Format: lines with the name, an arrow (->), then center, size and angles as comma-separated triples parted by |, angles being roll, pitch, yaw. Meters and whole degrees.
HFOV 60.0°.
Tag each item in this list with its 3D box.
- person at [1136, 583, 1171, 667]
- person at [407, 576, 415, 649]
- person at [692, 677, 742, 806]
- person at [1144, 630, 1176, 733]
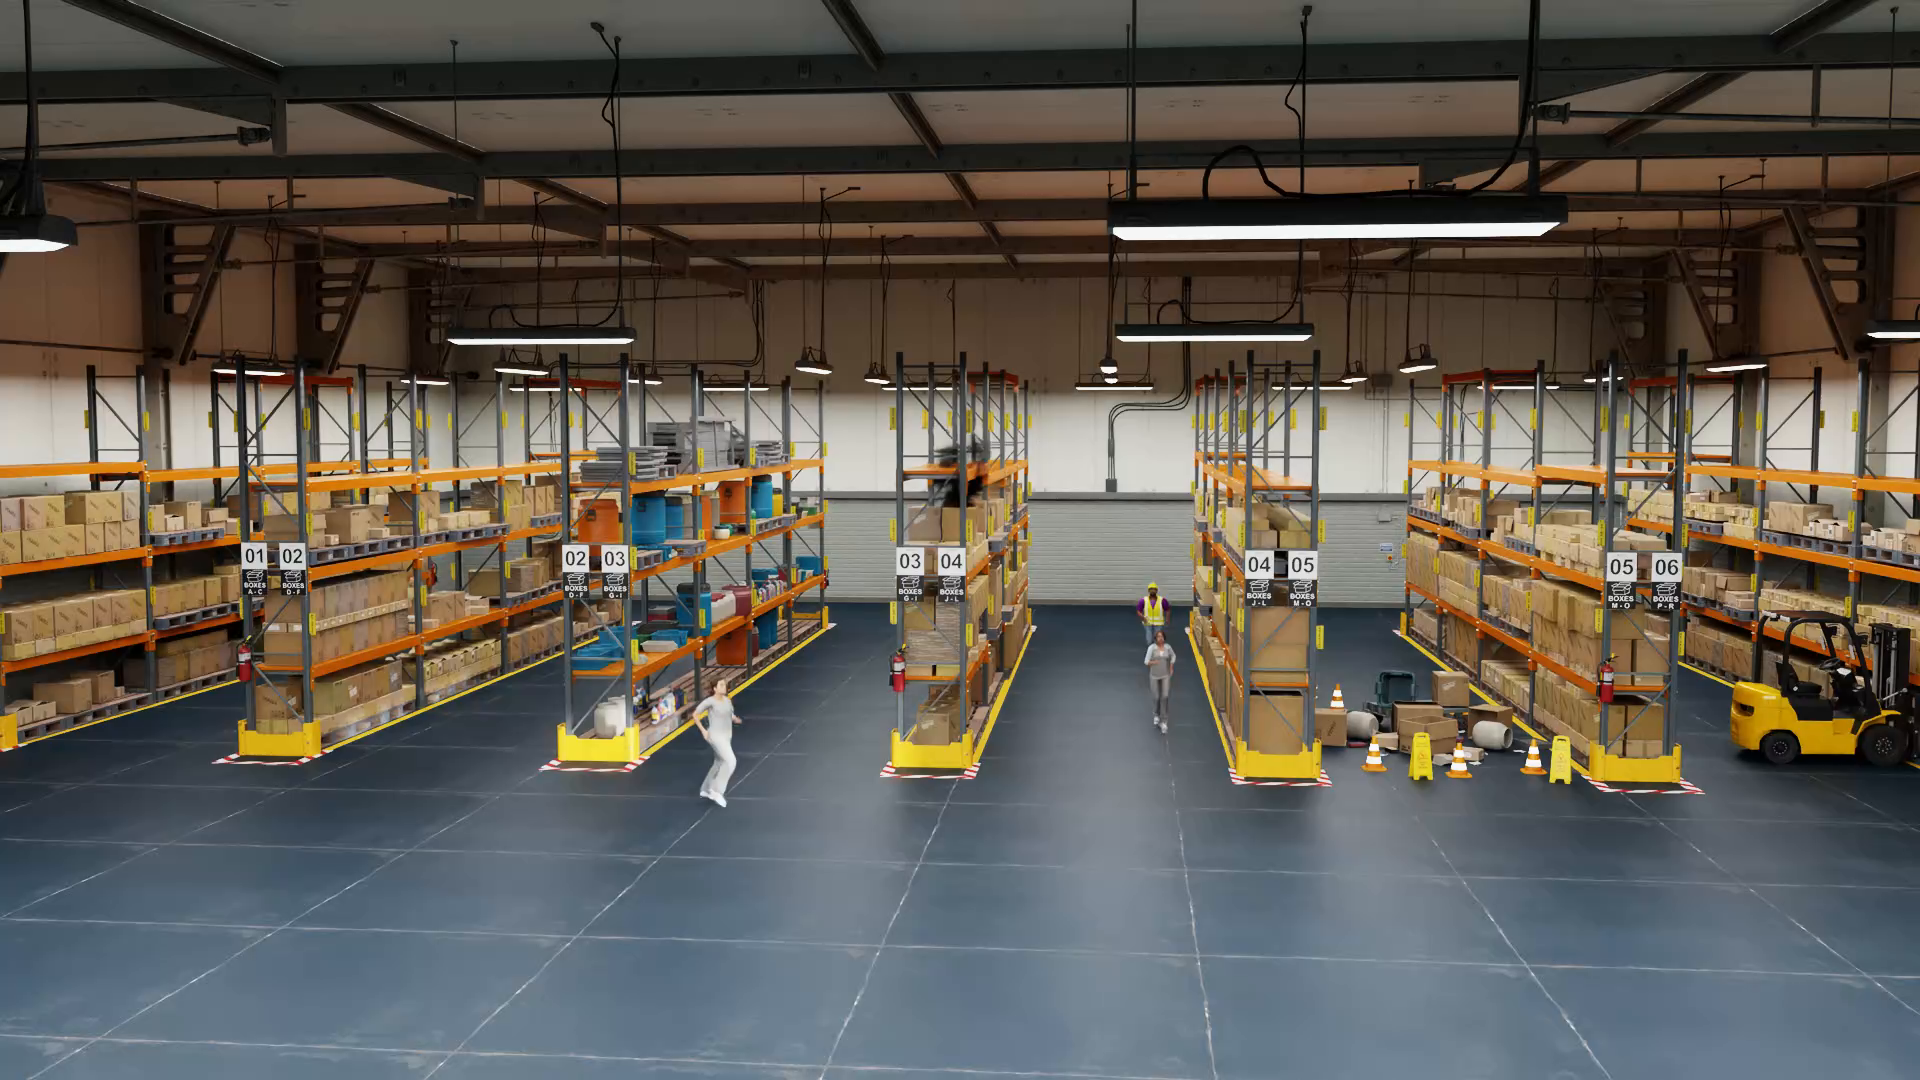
person -> 3.939, 1.737, 33.898 | 0.700, 1.723, 0.582 | 0, 4, 7
person -> -12.005, 1.594, 36.421 | 0.568, 1.629, 0.549 | 0, 4, -7
person -> -3.137, 2.622, 21.730 | 0.694, 1.681, 0.533 | 2, 5, 28
person -> 3.250, 2.271, 27.017 | 0.520, 1.635, 0.706 | 0, 4, 4
